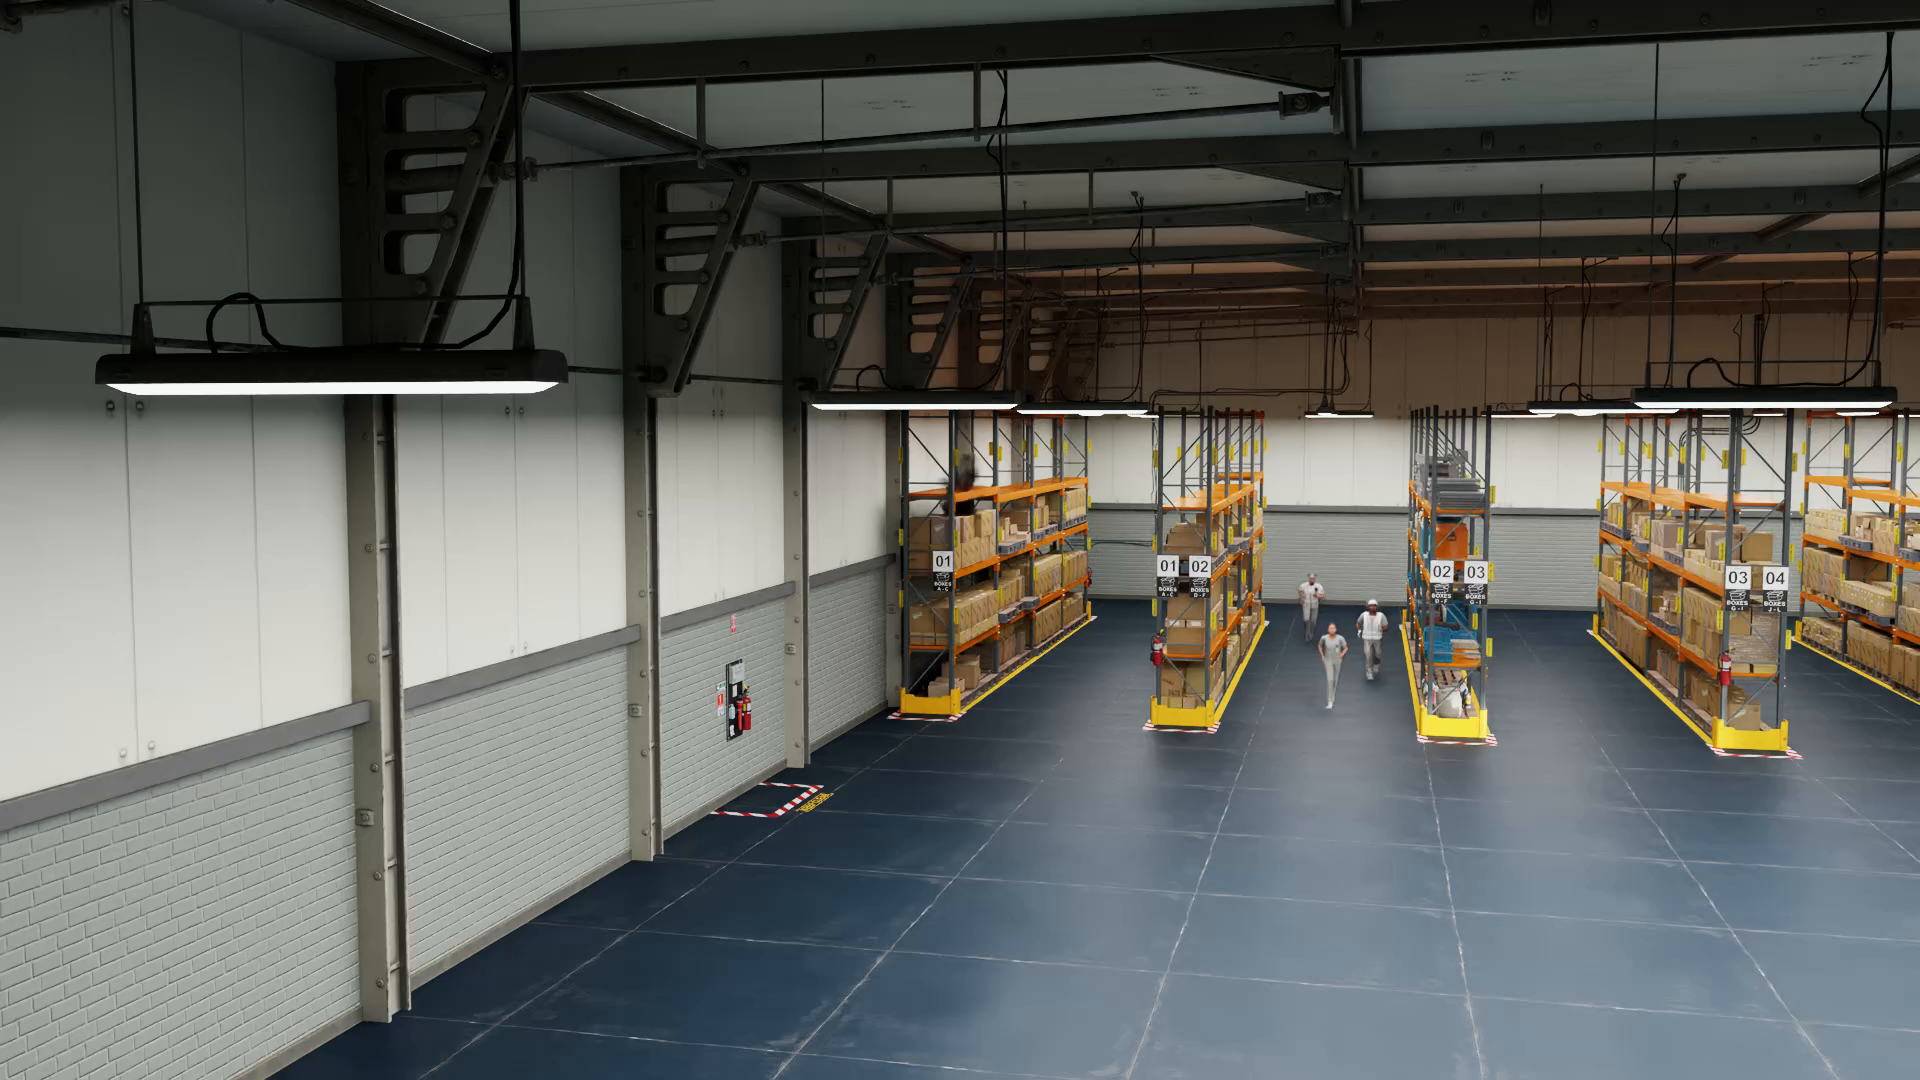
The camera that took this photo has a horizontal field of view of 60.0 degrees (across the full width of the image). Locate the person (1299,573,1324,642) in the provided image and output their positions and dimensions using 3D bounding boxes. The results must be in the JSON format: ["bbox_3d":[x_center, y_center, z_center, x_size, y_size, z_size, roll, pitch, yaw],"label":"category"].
[{"bbox_3d":[9.145,1.764,43.289,0.635,1.854,0.837,1,4,8],"label":"person"}]

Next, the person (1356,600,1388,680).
[{"bbox_3d":[9.130,2.201,36.867,0.686,1.757,0.886,1,4,13],"label":"person"}]

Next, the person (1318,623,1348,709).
[{"bbox_3d":[7.488,2.490,33.400,0.566,1.684,0.853,0,4,7],"label":"person"}]
